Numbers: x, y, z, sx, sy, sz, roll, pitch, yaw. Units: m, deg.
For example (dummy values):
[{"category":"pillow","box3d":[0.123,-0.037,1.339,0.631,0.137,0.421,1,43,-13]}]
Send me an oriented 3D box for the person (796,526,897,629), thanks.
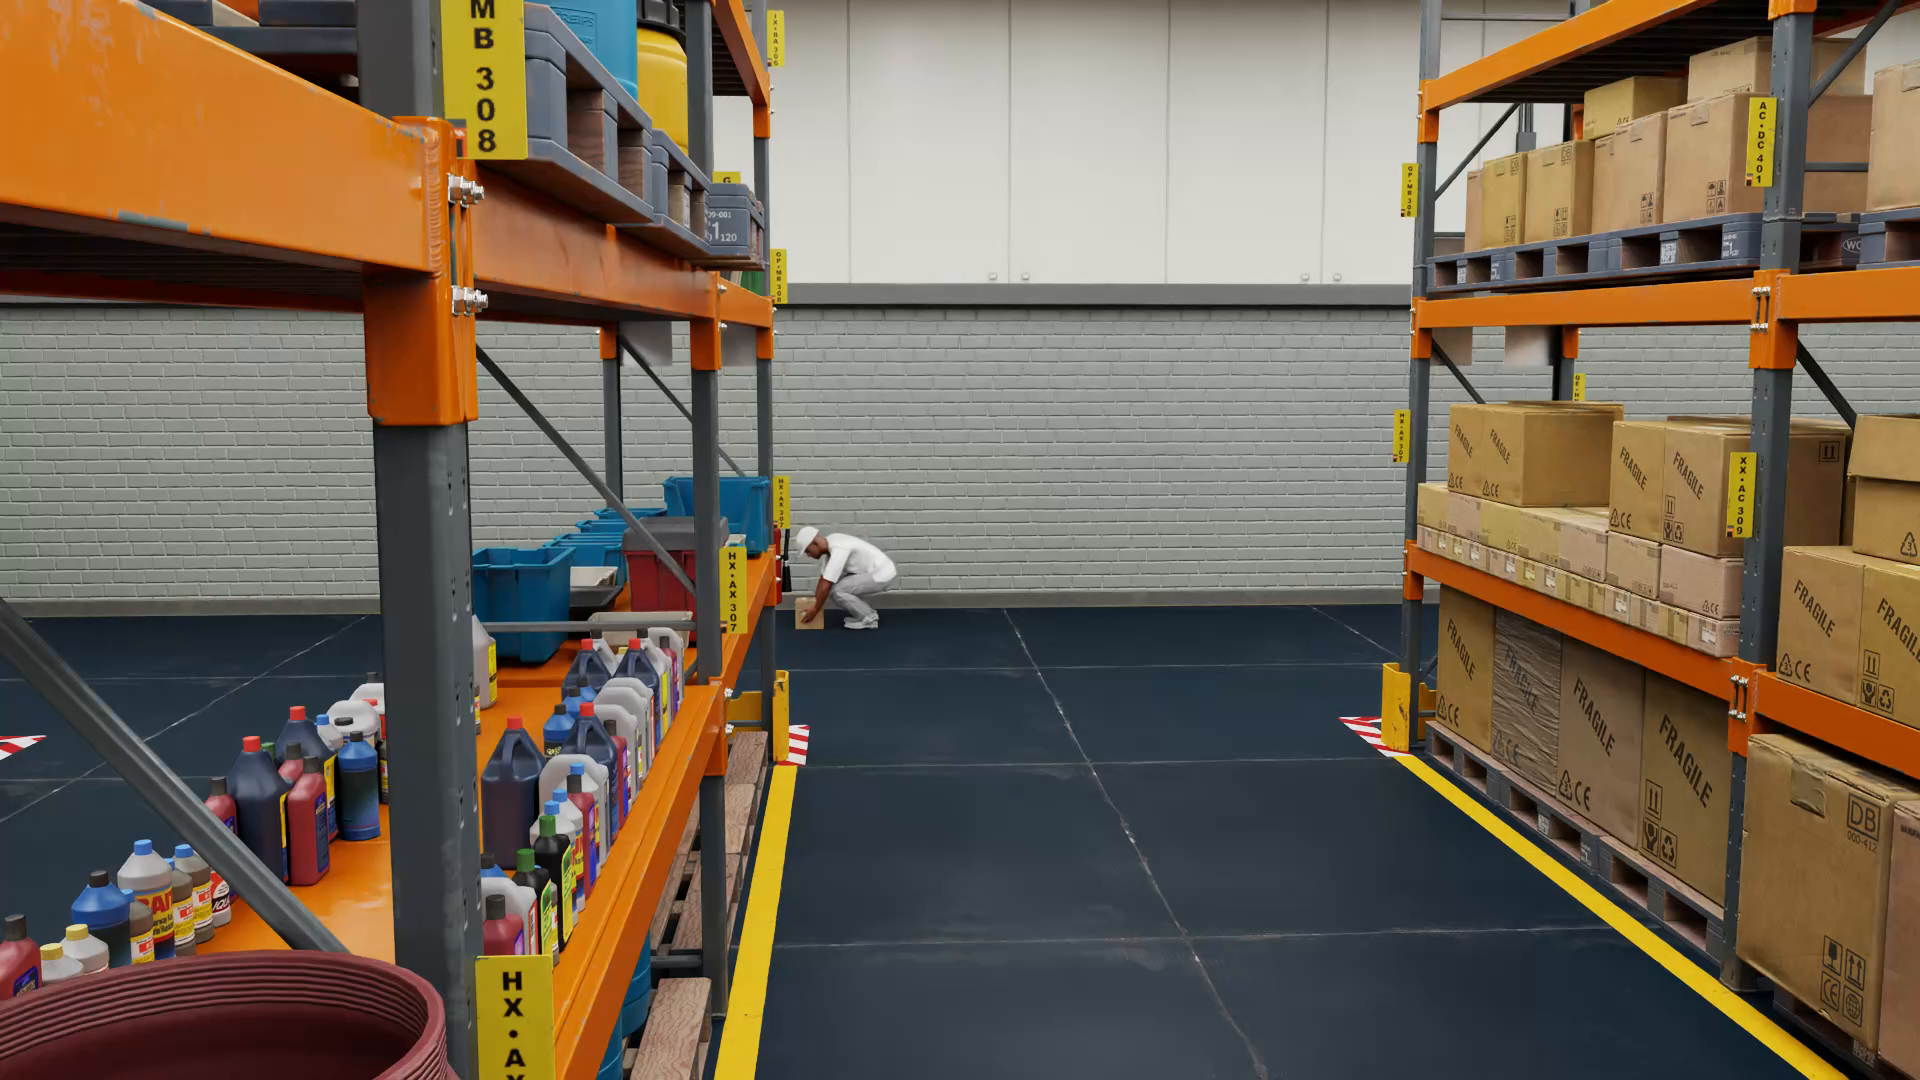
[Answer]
[{"category":"person","box3d":[-1.017,0.332,14.933,0.896,0.926,0.569,0,7,-4]}]
